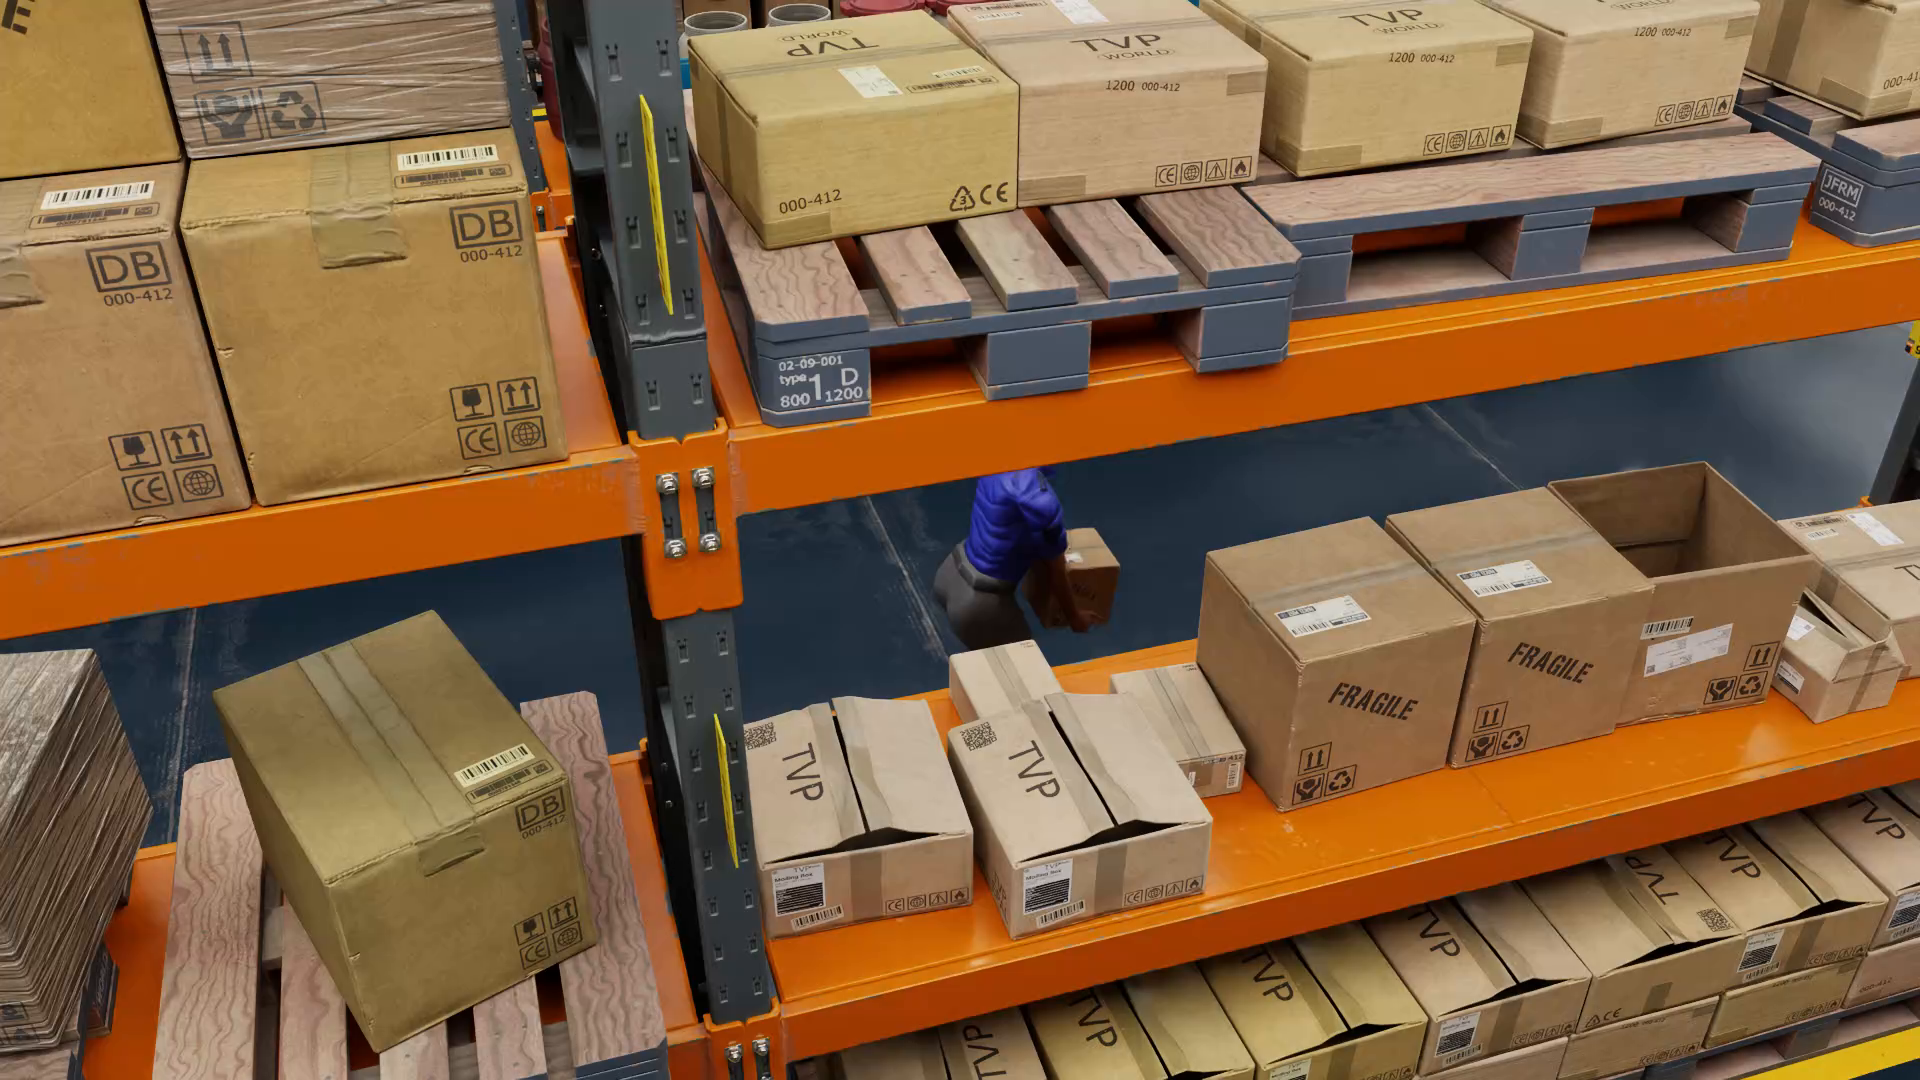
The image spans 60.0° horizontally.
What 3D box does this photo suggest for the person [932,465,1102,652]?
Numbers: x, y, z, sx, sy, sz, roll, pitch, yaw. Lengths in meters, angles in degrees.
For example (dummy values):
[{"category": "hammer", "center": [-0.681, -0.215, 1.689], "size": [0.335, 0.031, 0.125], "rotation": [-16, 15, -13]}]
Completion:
[{"category": "person", "center": [0.192, 0.199, 5.914], "size": [0.561, 1.599, 0.408], "rotation": [-11, 36, -15]}]
